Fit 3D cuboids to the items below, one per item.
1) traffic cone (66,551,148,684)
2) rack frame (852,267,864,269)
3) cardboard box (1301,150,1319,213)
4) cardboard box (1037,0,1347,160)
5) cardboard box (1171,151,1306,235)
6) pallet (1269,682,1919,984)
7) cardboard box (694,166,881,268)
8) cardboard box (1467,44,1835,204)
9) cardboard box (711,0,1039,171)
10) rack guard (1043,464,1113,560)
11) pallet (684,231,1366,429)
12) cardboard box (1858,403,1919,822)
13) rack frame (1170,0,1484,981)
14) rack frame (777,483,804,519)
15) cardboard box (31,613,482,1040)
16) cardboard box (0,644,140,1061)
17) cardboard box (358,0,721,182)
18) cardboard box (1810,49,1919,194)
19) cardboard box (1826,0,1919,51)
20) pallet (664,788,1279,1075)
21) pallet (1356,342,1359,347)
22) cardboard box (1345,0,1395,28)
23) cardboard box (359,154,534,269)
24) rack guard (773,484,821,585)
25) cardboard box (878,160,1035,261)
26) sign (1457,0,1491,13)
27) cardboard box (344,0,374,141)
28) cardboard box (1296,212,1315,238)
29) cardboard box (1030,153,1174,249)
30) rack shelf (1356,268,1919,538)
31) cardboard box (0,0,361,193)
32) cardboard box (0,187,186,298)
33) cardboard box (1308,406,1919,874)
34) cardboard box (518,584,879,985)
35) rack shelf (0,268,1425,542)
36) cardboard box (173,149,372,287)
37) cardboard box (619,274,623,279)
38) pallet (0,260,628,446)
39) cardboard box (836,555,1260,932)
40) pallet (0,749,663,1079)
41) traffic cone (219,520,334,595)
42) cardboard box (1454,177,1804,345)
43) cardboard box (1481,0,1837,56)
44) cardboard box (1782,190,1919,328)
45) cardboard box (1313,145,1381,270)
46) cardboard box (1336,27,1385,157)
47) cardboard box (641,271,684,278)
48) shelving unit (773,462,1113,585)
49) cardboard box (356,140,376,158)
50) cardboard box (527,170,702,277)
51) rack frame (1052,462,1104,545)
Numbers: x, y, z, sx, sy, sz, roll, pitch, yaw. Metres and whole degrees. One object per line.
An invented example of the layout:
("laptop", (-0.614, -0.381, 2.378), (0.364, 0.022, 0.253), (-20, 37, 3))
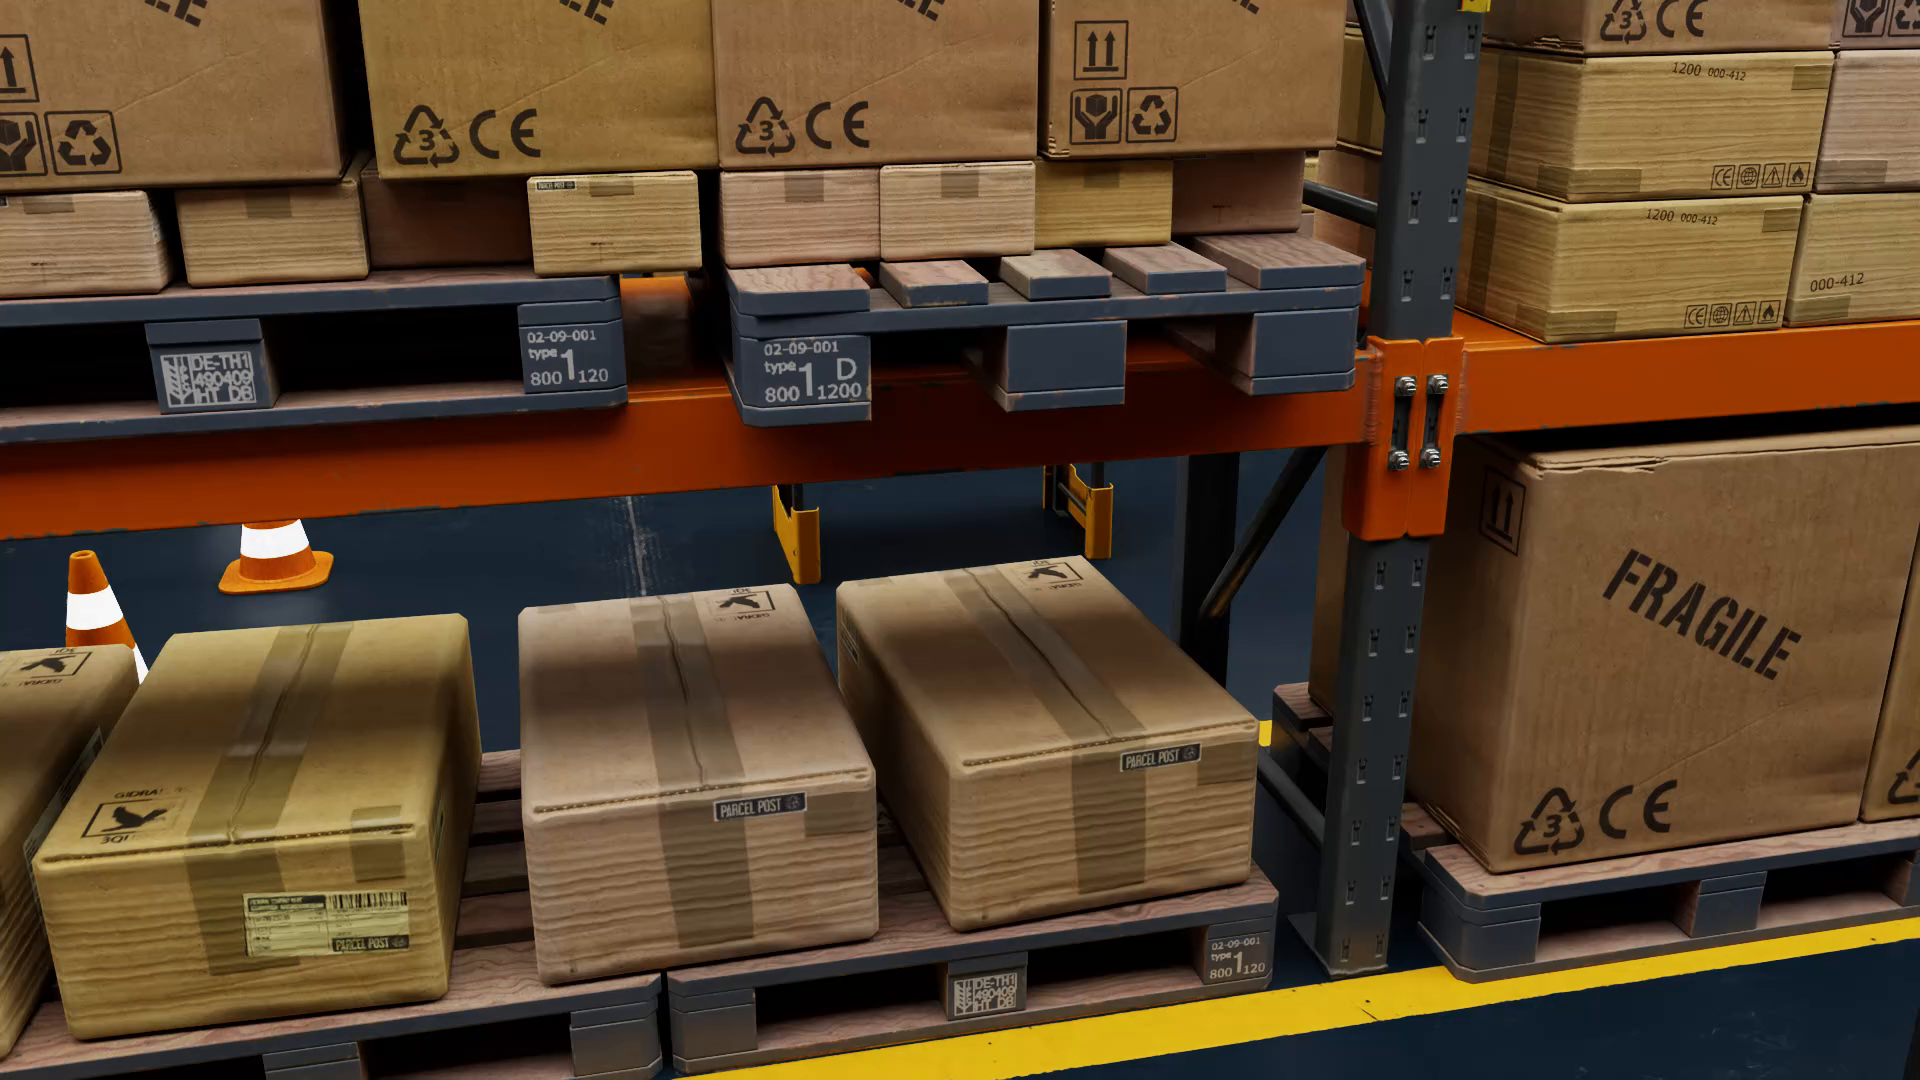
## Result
("traffic cone", (-2.310, 0.255, 4.446), (0.334, 0.463, 0.336), (-5, 21, -12))
("rack frame", (-0.539, -2.335, 7.829), (0.127, 3.000, 1.000), (-5, 21, -12))
("cardboard box", (1.673, -1.801, 8.304), (0.500, 0.250, 0.500), (-6, 21, -15))
("cardboard box", (0.320, -0.941, 2.834), (0.500, 0.500, 0.500), (-5, 21, -14))
("cardboard box", (0.434, -0.661, 3.012), (0.250, 0.149, 0.380), (-4, 20, -10))
("pallet", (1.483, 0.586, 3.908), (1.213, 0.211, 1.003), (-5, 21, -12))
("cardboard box", (-0.292, -0.563, 2.746), (0.250, 0.149, 0.380), (-6, 21, -15))
("cardboard box", (1.248, -0.808, 3.151), (0.500, 0.250, 0.500), (-5, 21, -13))
("cardboard box", (-0.181, -0.896, 2.713), (0.500, 0.500, 0.500), (-5, 21, -13))
("rack guard", (0.410, -0.151, 5.863), (0.087, 0.250, 0.587), (-5, 21, -12))
("pallet", (0.029, -0.504, 3.109), (1.003, 0.211, 1.213), (-5, 21, -12))
("cardboard box", (2.259, 0.018, 3.883), (0.875, 0.875, 0.875), (-4, 21, -12))
("rack frame", (0.698, -0.686, 3.327), (0.127, 3.000, 1.000), (-5, 21, -12))
("rack frame", (-0.578, -0.657, 5.428), (0.032, 1.500, 0.500), (-5, 21, -12))
("cardboard box", (-1.309, 0.511, 3.268), (0.625, 0.372, 0.950), (-4, 20, -11))
("cardboard box", (-1.986, 0.567, 3.117), (0.625, 0.372, 0.950), (-3, 20, -9))
("cardboard box", (-0.672, -0.856, 2.602), (0.500, 0.500, 0.500), (-6, 21, -16))
("cardboard box", (1.752, -0.849, 3.261), (0.500, 0.250, 0.500), (-4, 21, -11))
("cardboard box", (1.715, -1.202, 3.137), (0.500, 0.500, 0.500), (-5, 21, -12))
("pallet", (-0.062, 0.684, 3.639), (1.213, 0.211, 1.003), (-5, 21, -12))
("pallet", (1.407, -1.183, 8.736), (1.213, 0.211, 1.003), (-5, 21, -12))
("cardboard box", (1.141, -1.331, 3.489), (0.500, 0.500, 0.500), (-5, 21, -14))
("cardboard box", (-0.831, -0.559, 2.734), (0.250, 0.149, 0.380), (-4, 21, -12))
("rack guard", (-0.559, -0.072, 5.648), (0.087, 0.250, 0.587), (-5, 21, -12))
("cardboard box", (-0.046, -0.580, 2.793), (0.250, 0.149, 0.380), (-5, 21, -13))
("sign", (0.832, -1.012, 2.648), (0.005, 0.325, 0.100), (-5, 21, -12))
("cardboard box", (-1.302, -0.987, 2.960), (0.500, 0.500, 0.500), (-5, 21, -15))
("cardboard box", (1.692, -1.453, 8.443), (0.500, 0.500, 0.500), (-5, 21, -14))
("cardboard box", (0.189, -0.615, 2.888), (0.250, 0.149, 0.380), (-4, 21, -12))
("rack shelf", (2.645, -0.507, 3.883), (4.000, 0.370, 1.077), (-5, 21, -12))
("cardboard box", (-1.203, -0.813, 2.485), (0.500, 0.500, 0.500), (-6, 21, -15))
("cardboard box", (-1.309, -0.481, 2.521), (0.250, 0.149, 0.380), (-4, 20, -10))
("cardboard box", (1.390, 0.087, 3.694), (0.875, 0.875, 0.875), (-5, 21, -13))
("cardboard box", (-0.570, 0.453, 3.427), (0.625, 0.372, 0.950), (-5, 21, -14))
("rack shelf", (-1.248, -0.190, 3.019), (4.000, 0.370, 1.077), (-5, 21, -12))
("cardboard box", (-1.056, -0.512, 2.605), (0.250, 0.149, 0.380), (-5, 21, -14))
("cardboard box", (-2.002, -1.388, 7.902), (0.750, 0.750, 1.050), (-4, 21, -12))
("pallet", (-1.219, -0.426, 2.895), (1.213, 0.211, 1.003), (-5, 21, -12))
("cardboard box", (0.146, 0.392, 3.594), (0.625, 0.372, 0.950), (-6, 21, -16))
("pallet", (-1.247, 0.780, 3.379), (1.213, 0.211, 1.003), (-5, 21, -12))
("traffic cone", (-2.258, -0.103, 5.423), (0.334, 0.463, 0.336), (-5, 21, -12))
("cardboard box", (1.233, -0.570, 3.229), (0.500, 0.250, 0.500), (-5, 21, -13))
("cardboard box", (1.235, -1.160, 3.021), (0.500, 0.500, 0.500), (-5, 21, -14))
("cardboard box", (1.728, -0.617, 3.356), (0.500, 0.250, 0.500), (-5, 21, -14))
("cardboard box", (1.131, -0.743, 3.699), (0.500, 0.250, 0.500), (-5, 21, -14))
("cardboard box", (1.111, -0.974, 3.604), (0.500, 0.250, 0.500), (-5, 21, -13))
("cardboard box", (-1.152, -1.458, 8.094), (0.750, 0.750, 1.050), (-5, 21, -13))
("shelving unit", (-0.074, -0.698, 5.540), (1.083, 1.500, 0.587), (-5, 21, -12))
("cardboard box", (-0.975, -0.689, 3.090), (0.250, 0.149, 0.380), (-4, 20, -10))
("cardboard box", (-0.557, -0.537, 2.673), (0.250, 0.149, 0.380), (-4, 21, -12))
("rack frame", (0.412, -0.738, 5.648), (0.032, 1.500, 0.500), (-5, 21, -12))
